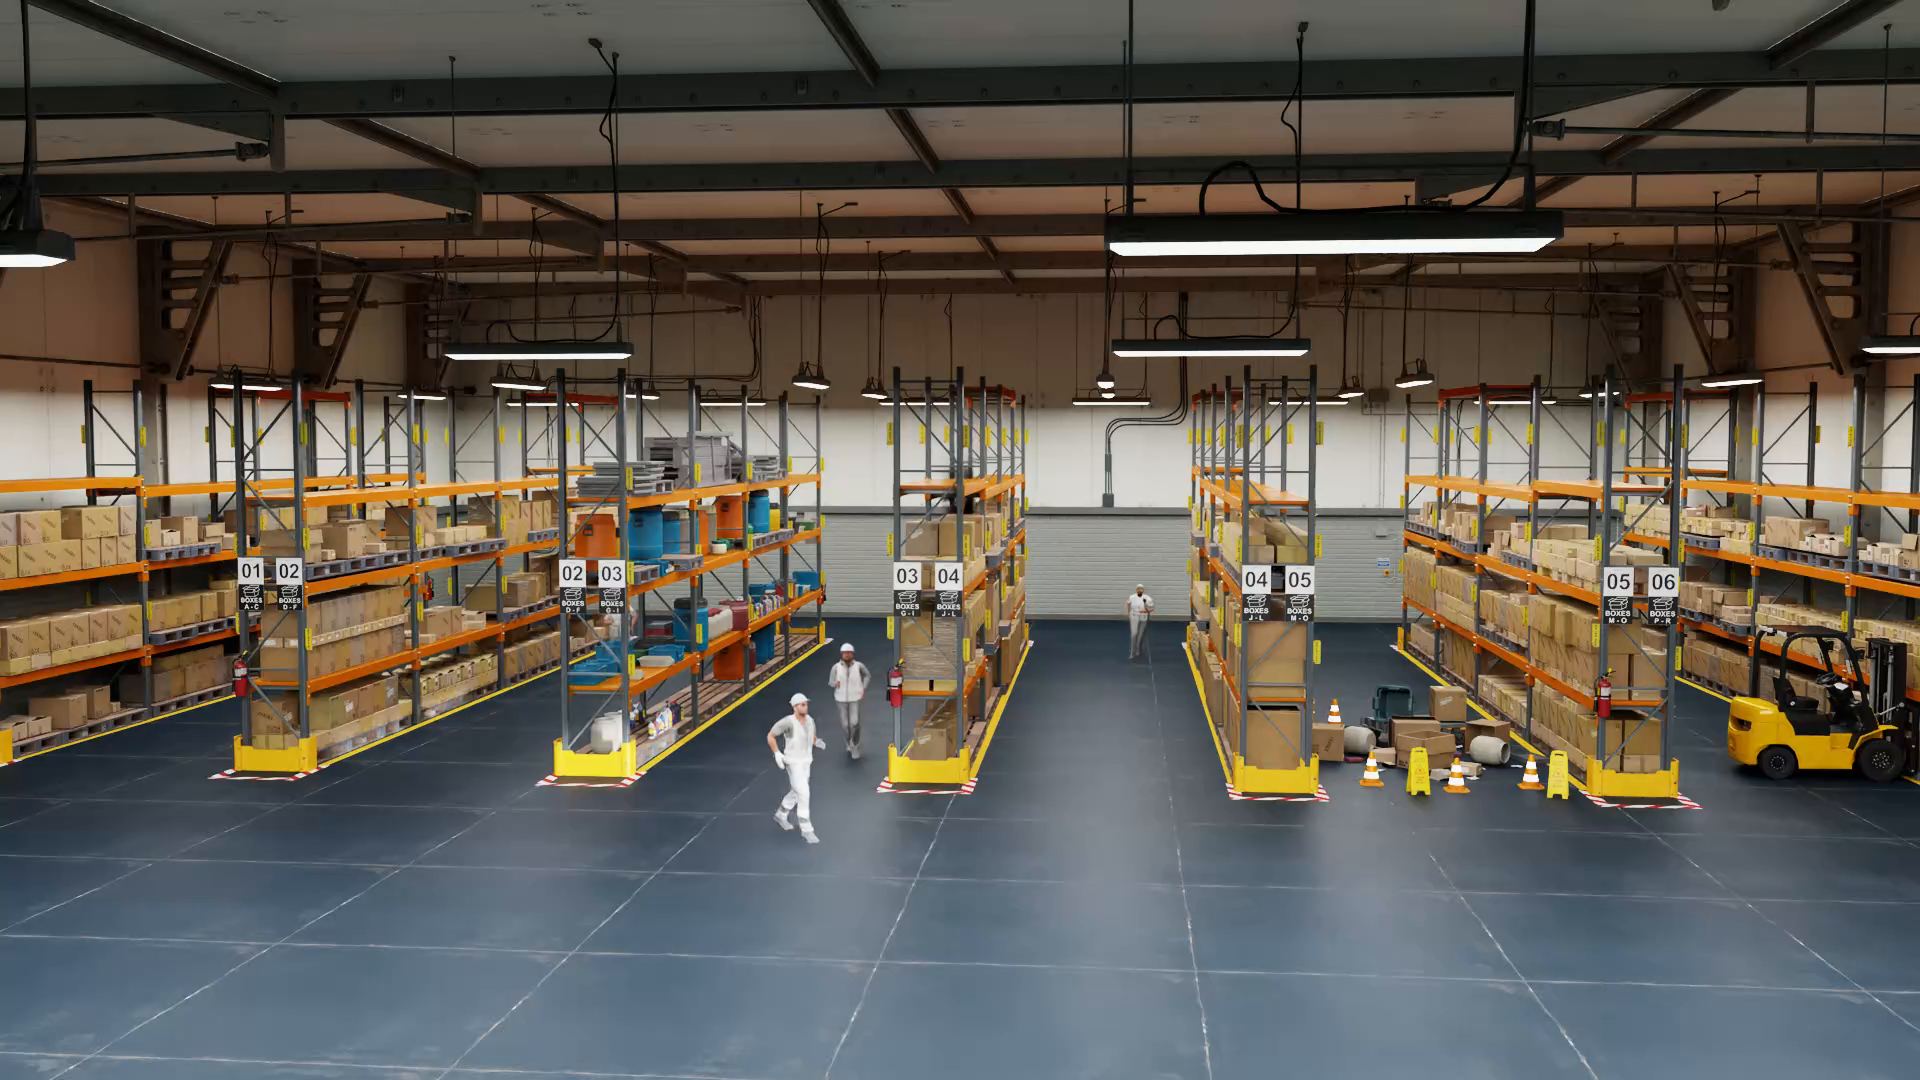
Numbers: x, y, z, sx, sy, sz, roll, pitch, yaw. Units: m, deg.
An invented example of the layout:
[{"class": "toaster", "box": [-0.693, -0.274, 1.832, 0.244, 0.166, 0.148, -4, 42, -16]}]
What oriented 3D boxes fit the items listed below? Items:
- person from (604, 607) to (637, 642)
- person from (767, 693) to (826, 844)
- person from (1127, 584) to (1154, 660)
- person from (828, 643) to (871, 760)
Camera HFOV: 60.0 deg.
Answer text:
[{"class": "person", "box": [-7.020, 1.973, 34.234, 0.621, 1.801, 0.886, 0, 4, -5]}, {"class": "person", "box": [-2.030, 2.812, 20.747, 0.852, 1.821, 0.660, 2, 4, 34]}, {"class": "person", "box": [4.083, 1.844, 37.637, 0.614, 1.720, 0.740, 0, 4, 4]}, {"class": "person", "box": [-1.734, 2.518, 25.925, 0.635, 1.822, 0.756, 0, 4, 5]}]
